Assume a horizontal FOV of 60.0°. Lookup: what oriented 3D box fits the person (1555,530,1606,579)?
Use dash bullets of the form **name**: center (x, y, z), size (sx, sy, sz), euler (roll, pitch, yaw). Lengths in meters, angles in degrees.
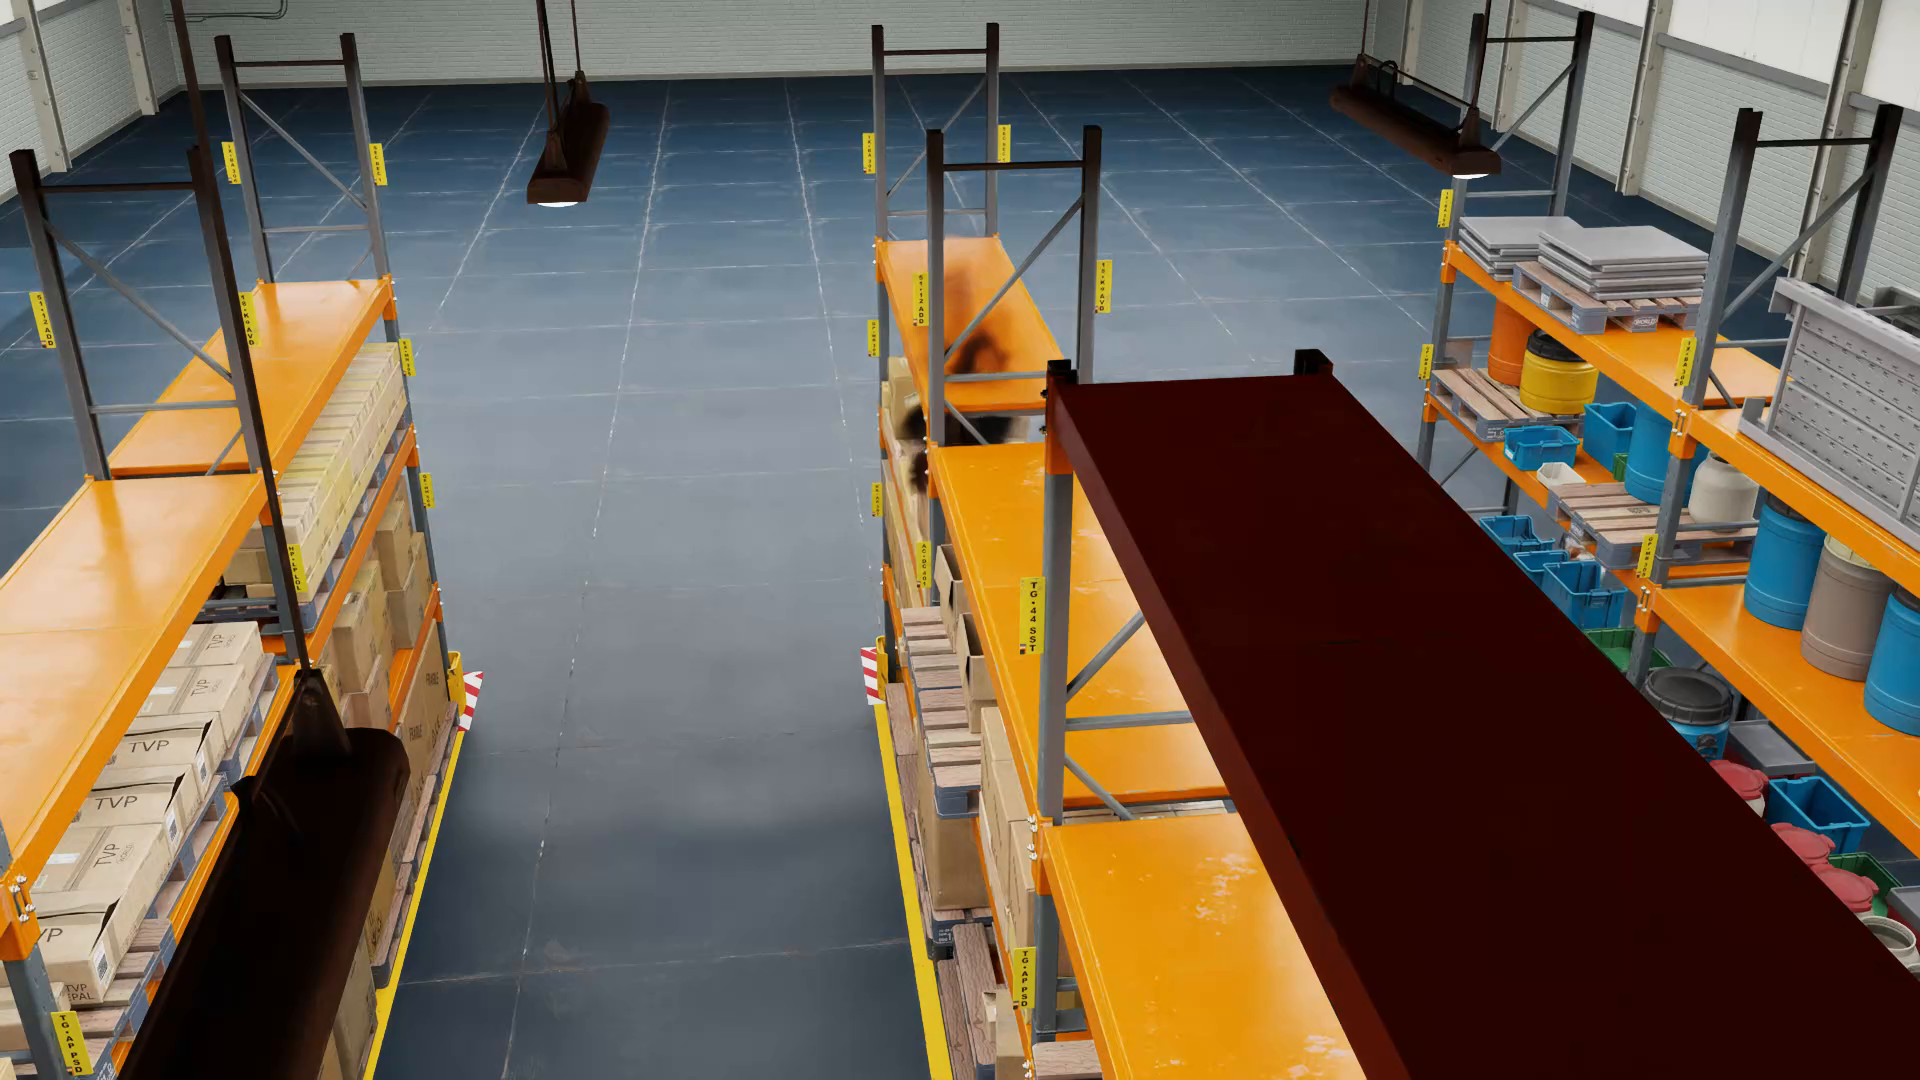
- **person**: center (6.043, 0.271, 16.060), size (0.608, 1.617, 0.595), euler (-11, 28, -22)
